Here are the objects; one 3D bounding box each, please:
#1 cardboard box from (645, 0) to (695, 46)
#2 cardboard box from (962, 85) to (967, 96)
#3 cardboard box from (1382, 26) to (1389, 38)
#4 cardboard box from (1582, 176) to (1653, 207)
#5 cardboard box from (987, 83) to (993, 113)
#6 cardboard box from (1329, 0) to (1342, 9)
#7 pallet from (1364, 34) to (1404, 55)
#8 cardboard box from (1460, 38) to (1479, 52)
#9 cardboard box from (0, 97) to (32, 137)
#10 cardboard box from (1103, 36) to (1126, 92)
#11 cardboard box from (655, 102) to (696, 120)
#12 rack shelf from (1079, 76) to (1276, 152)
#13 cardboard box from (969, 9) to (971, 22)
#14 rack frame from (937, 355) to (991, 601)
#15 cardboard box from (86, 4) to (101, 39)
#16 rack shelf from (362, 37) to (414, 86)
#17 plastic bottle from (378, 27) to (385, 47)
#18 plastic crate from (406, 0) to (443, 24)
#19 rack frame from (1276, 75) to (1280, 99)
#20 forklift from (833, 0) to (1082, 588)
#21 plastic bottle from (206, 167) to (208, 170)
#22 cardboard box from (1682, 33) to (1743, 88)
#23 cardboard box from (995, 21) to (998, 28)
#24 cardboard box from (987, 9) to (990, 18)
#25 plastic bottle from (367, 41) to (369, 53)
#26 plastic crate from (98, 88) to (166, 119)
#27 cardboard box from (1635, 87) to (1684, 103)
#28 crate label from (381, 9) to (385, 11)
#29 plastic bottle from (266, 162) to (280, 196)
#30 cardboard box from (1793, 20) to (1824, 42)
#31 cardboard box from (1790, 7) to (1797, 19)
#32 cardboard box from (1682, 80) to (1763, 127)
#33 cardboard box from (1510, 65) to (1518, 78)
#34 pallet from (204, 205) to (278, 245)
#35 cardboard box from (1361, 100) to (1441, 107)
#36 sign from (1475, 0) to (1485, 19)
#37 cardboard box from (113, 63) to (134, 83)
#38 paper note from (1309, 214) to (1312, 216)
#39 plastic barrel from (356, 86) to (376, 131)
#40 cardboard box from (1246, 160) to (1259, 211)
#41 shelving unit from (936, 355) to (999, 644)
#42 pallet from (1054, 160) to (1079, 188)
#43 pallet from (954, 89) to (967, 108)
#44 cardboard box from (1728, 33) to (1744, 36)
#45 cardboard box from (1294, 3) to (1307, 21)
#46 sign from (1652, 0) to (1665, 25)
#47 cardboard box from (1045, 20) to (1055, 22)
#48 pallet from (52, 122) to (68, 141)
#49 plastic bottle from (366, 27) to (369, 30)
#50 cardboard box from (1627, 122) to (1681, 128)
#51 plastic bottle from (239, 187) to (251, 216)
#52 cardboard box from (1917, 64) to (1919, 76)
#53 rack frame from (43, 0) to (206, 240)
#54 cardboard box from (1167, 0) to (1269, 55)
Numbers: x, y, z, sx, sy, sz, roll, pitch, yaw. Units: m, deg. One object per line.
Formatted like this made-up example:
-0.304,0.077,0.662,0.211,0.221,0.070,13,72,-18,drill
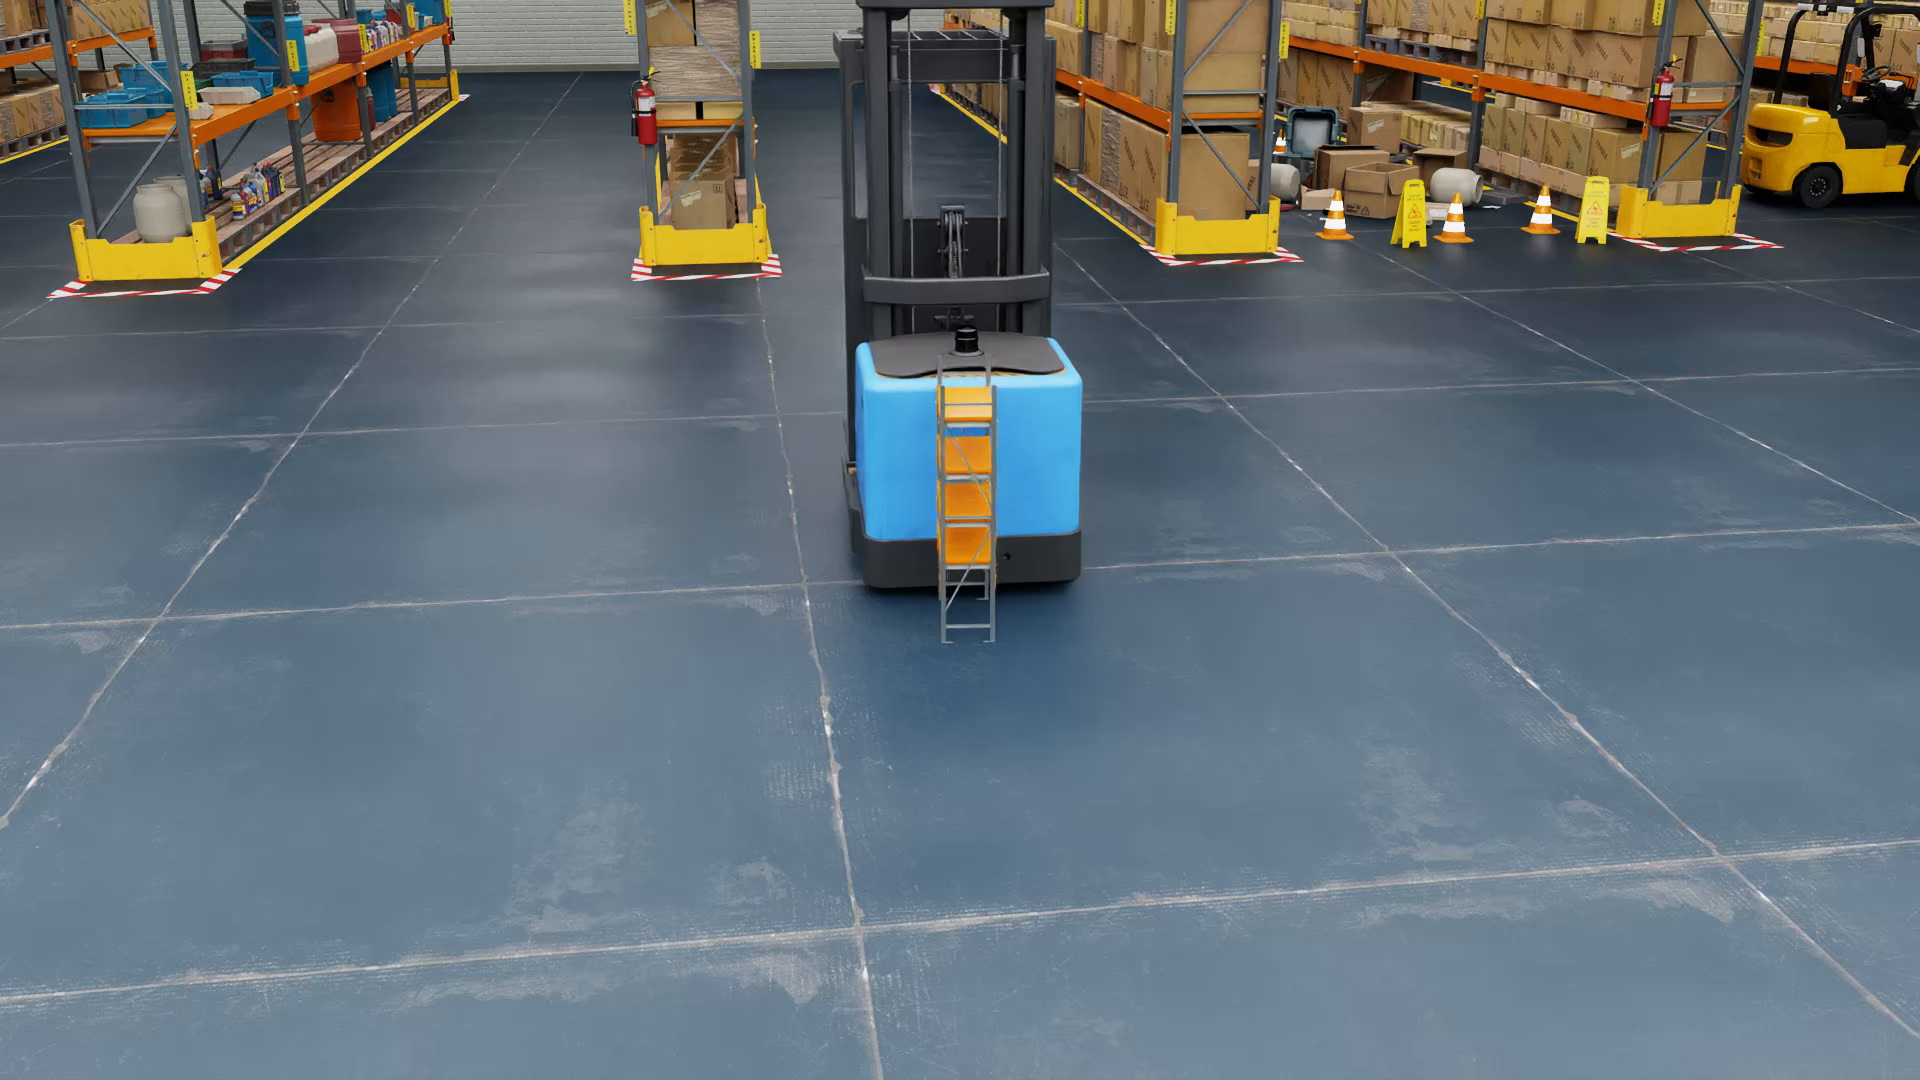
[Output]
-2.737,-4.875,15.484,0.500,0.500,0.500,-3,21,-8,cardboard box
0.237,-7.751,28.655,0.380,0.149,0.250,-3,21,-8,cardboard box
6.105,-7.073,23.124,0.380,0.149,0.250,-4,21,-11,cardboard box
7.007,-3.726,17.734,0.500,0.250,0.500,-3,21,-8,cardboard box
0.702,-6.986,26.106,0.500,0.500,0.500,-2,21,-5,cardboard box
5.825,-8.170,24.733,0.500,0.500,0.500,-3,21,-7,cardboard box
6.449,-6.981,23.394,1.213,0.211,1.003,-3,21,-8,pallet
6.470,-6.170,20.709,0.380,0.149,0.250,-3,21,-7,cardboard box
-13.301,-5.876,23.105,0.500,0.500,0.500,-3,21,-8,cardboard box
2.061,-5.204,18.147,0.875,0.550,0.550,-3,21,-8,cardboard box
-2.658,-4.013,15.533,0.380,0.149,0.250,-3,21,-8,cardboard box
2.222,-4.613,17.808,1.077,0.370,4.000,-3,21,-8,rack shelf
0.431,-8.752,27.293,0.500,0.500,0.500,-3,21,-8,cardboard box
0.018,-0.273,7.709,0.240,1.200,0.015,-1,21,-2,rack frame
-13.827,-8.113,26.008,0.500,0.500,0.500,-3,21,-7,cardboard box
-8.756,-6.918,23.980,1.077,0.370,4.000,-3,21,-8,rack shelf
-8.489,-7.341,24.262,0.152,0.276,0.135,-3,21,-8,plastic bottle
-9.387,-9.271,29.114,0.616,0.435,0.499,-3,21,-8,plastic crate
5.664,-8.697,27.715,1.000,3.000,0.127,-3,21,-8,rack frame
-0.090,-1.620,8.863,1.130,2.935,3.031,-2,21,-6,forklift
-8.279,-3.973,18.337,0.097,0.271,0.097,0,20,0,plastic bottle
7.600,-4.906,16.998,0.500,0.500,0.500,-3,21,-9,cardboard box
0.727,-7.516,24.311,0.380,0.149,0.250,-3,21,-8,cardboard box
0.609,-7.930,24.994,0.380,0.149,0.250,-3,21,-9,cardboard box
-8.285,-6.883,23.143,0.097,0.201,0.097,0,20,0,plastic bottle
-7.770,-4.106,15.636,0.499,0.251,0.408,-3,21,-8,plastic crate
7.128,-4.543,16.952,0.380,0.149,0.250,-2,21,-6,cardboard box
-9.911,-9.180,29.161,0.416,0.233,0.303,-3,21,-8,crate label
-7.513,-3.934,18.120,0.144,0.351,0.185,-3,21,-9,plastic bottle
11.323,-6.678,21.808,0.500,0.250,0.500,-3,21,-9,cardboard box
11.276,-6.991,22.076,0.380,0.149,0.250,-3,21,-9,cardboard box
11.228,-6.431,24.442,0.875,0.625,0.625,-2,21,-6,cardboard box
6.701,-5.509,19.538,0.380,0.149,0.250,-3,21,-8,cardboard box
-7.656,-3.213,17.018,1.003,0.211,1.213,-3,21,-8,pallet
6.312,-6.082,23.868,0.950,0.372,0.625,-4,21,-11,cardboard box
6.268,-6.440,20.018,0.100,0.325,0.005,-3,21,-8,sign
-14.201,-7.943,28.640,0.500,0.500,0.500,-3,21,-8,cardboard box
3.848,-3.576,18.277,0.032,0.001,0.123,8,22,20,paper note
-8.717,-6.189,23.846,0.600,0.588,0.708,-3,21,-8,plastic barrel
3.173,-3.987,18.673,0.500,0.500,0.500,1,20,2,cardboard box
0.027,-0.184,7.482,0.258,1.200,0.503,-1,21,-2,shelving unit
1.747,-4.600,20.730,1.003,0.211,1.213,-3,21,-8,pallet
0.469,-7.760,29.192,1.003,0.211,1.213,-3,21,-8,pallet
11.123,-6.975,23.319,0.500,0.250,0.500,-4,21,-10,cardboard box
5.598,-8.339,26.257,0.500,0.250,0.500,-3,21,-7,cardboard box
6.842,-5.212,16.276,0.100,0.325,0.005,-3,21,-8,sign
1.303,-6.555,21.836,0.500,0.500,0.500,-3,21,-8,cardboard box
-13.791,-6.113,24.781,1.003,0.211,1.213,-3,21,-8,pallet
-8.610,-7.326,24.228,0.097,0.271,0.097,0,20,0,plastic bottle
7.467,-4.284,18.158,0.500,0.500,0.500,-4,21,-10,cardboard box
-7.282,-3.449,16.917,0.061,0.283,0.133,-3,21,-7,plastic bottle
11.699,-5.704,19.558,0.500,0.500,0.500,-3,21,-8,cardboard box
-7.314,-3.793,14.584,1.000,3.000,0.127,-3,21,-8,rack frame
2.495,-4.964,15.963,0.875,0.550,0.550,-3,21,-8,cardboard box
